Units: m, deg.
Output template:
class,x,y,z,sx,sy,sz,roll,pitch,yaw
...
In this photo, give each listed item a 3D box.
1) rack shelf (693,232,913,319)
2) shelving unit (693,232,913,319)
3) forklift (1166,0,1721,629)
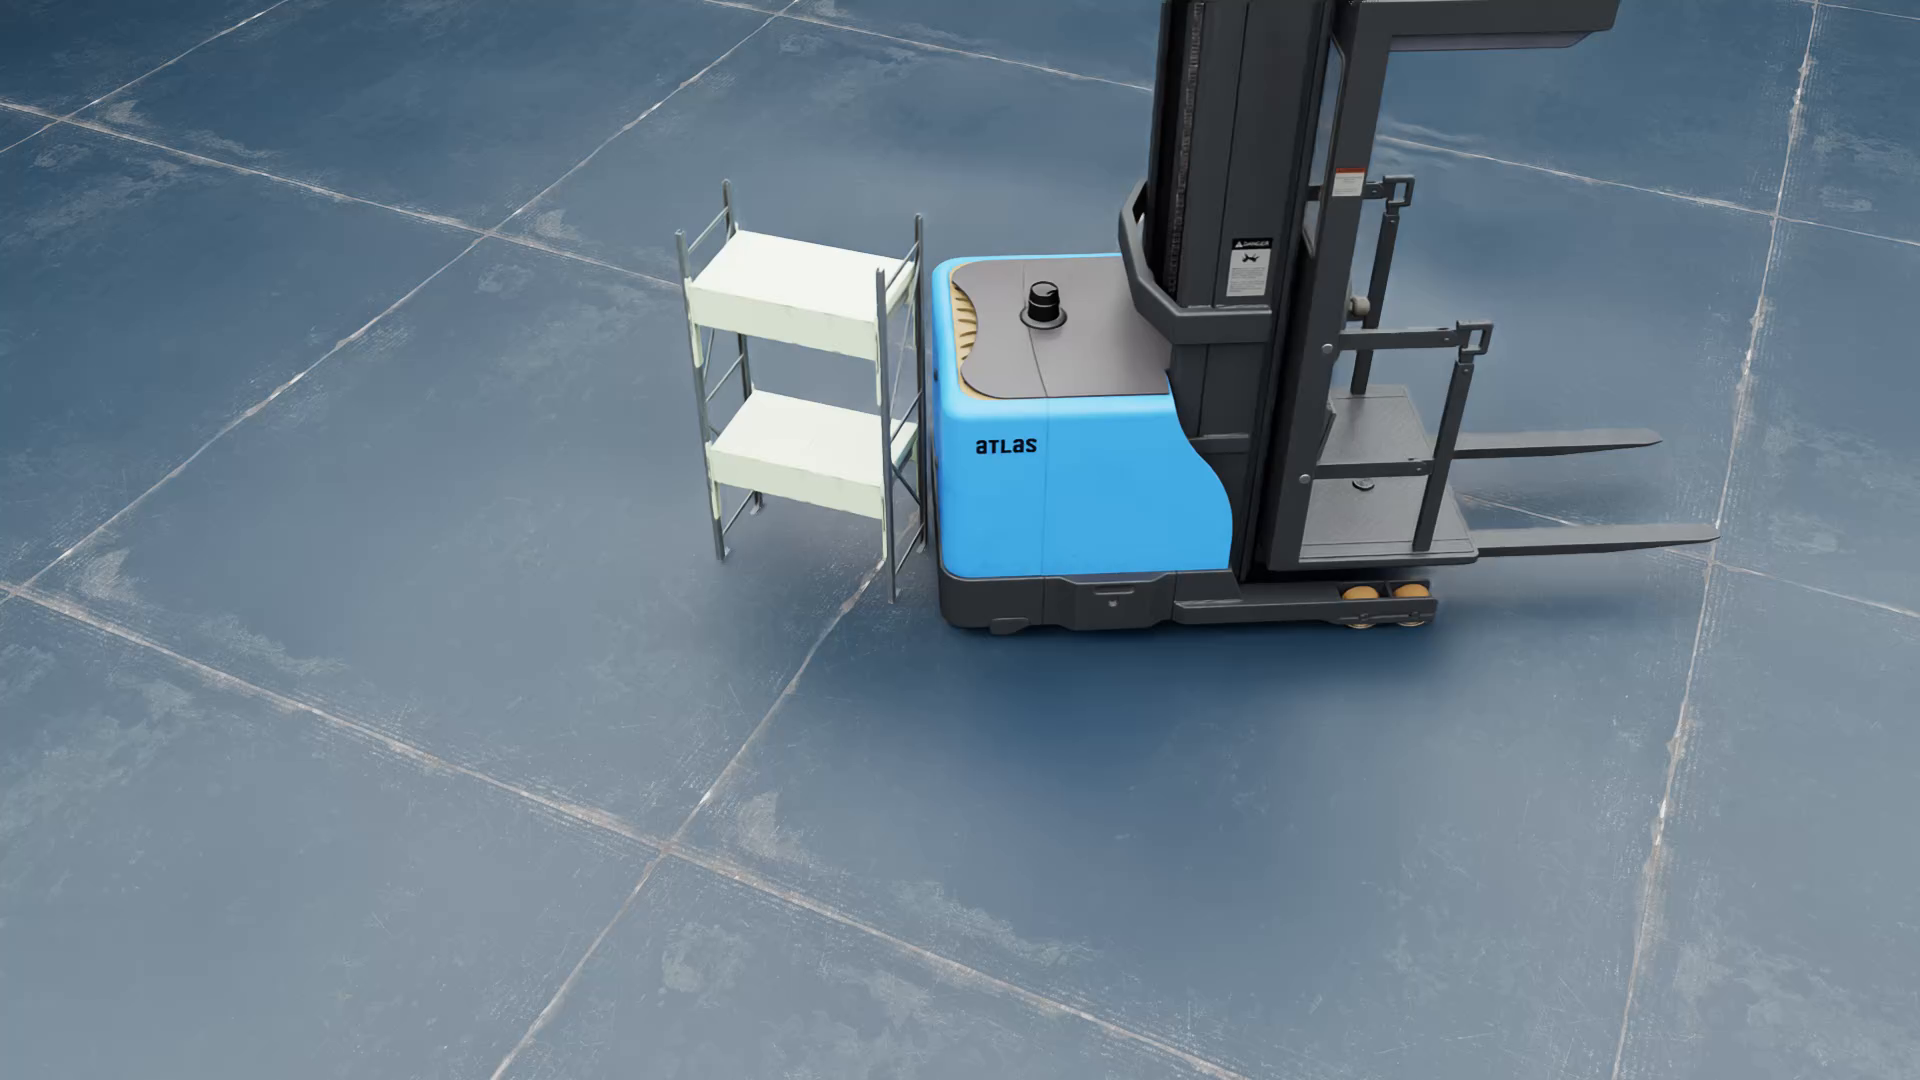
class,x,y,z,sx,sy,sz,roll,pitch,yaw
rack shelf,-0.550,-0.915,5.861,0.686,0.052,0.368,13,43,14
shelving unit,-0.550,-0.915,5.861,0.686,0.052,0.368,13,43,14
forklift,1.845,-1.055,5.881,2.170,2.733,1.118,-2,41,-2
